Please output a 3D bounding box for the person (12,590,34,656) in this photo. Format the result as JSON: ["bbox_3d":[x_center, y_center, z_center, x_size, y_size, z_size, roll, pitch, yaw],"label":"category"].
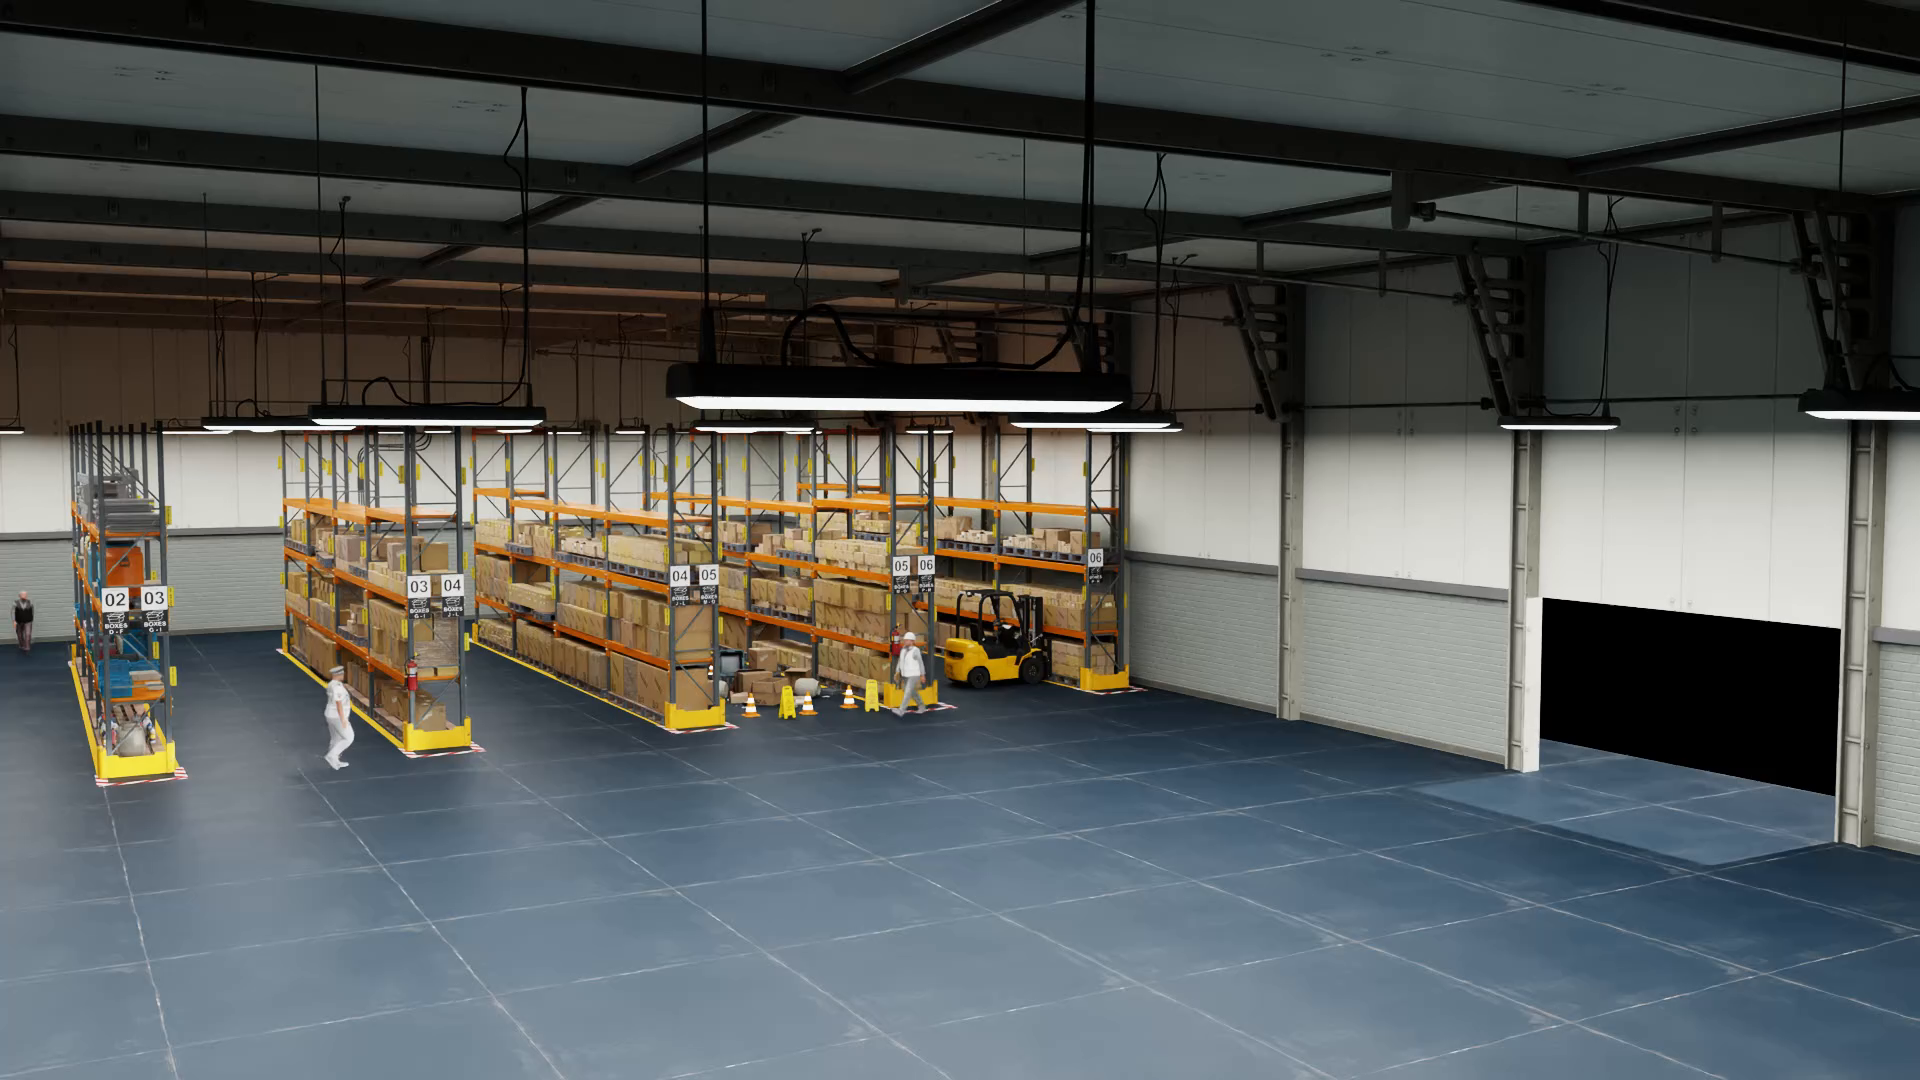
[{"bbox_3d":[-24.486,2.167,43.461,0.510,1.707,0.631,-2,4,-28],"label":"person"}]

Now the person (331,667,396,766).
[{"bbox_3d":[-10.377,3.050,28.885,1.030,1.702,0.572,-2,4,-33],"label":"person"}]

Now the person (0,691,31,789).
[{"bbox_3d":[-15.576,3.237,26.966,0.828,1.664,0.409,0,4,7],"label":"person"}]

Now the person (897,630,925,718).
[{"bbox_3d":[-1.007,2.736,34.017,0.647,1.775,0.562,0,4,-7],"label":"person"}]
